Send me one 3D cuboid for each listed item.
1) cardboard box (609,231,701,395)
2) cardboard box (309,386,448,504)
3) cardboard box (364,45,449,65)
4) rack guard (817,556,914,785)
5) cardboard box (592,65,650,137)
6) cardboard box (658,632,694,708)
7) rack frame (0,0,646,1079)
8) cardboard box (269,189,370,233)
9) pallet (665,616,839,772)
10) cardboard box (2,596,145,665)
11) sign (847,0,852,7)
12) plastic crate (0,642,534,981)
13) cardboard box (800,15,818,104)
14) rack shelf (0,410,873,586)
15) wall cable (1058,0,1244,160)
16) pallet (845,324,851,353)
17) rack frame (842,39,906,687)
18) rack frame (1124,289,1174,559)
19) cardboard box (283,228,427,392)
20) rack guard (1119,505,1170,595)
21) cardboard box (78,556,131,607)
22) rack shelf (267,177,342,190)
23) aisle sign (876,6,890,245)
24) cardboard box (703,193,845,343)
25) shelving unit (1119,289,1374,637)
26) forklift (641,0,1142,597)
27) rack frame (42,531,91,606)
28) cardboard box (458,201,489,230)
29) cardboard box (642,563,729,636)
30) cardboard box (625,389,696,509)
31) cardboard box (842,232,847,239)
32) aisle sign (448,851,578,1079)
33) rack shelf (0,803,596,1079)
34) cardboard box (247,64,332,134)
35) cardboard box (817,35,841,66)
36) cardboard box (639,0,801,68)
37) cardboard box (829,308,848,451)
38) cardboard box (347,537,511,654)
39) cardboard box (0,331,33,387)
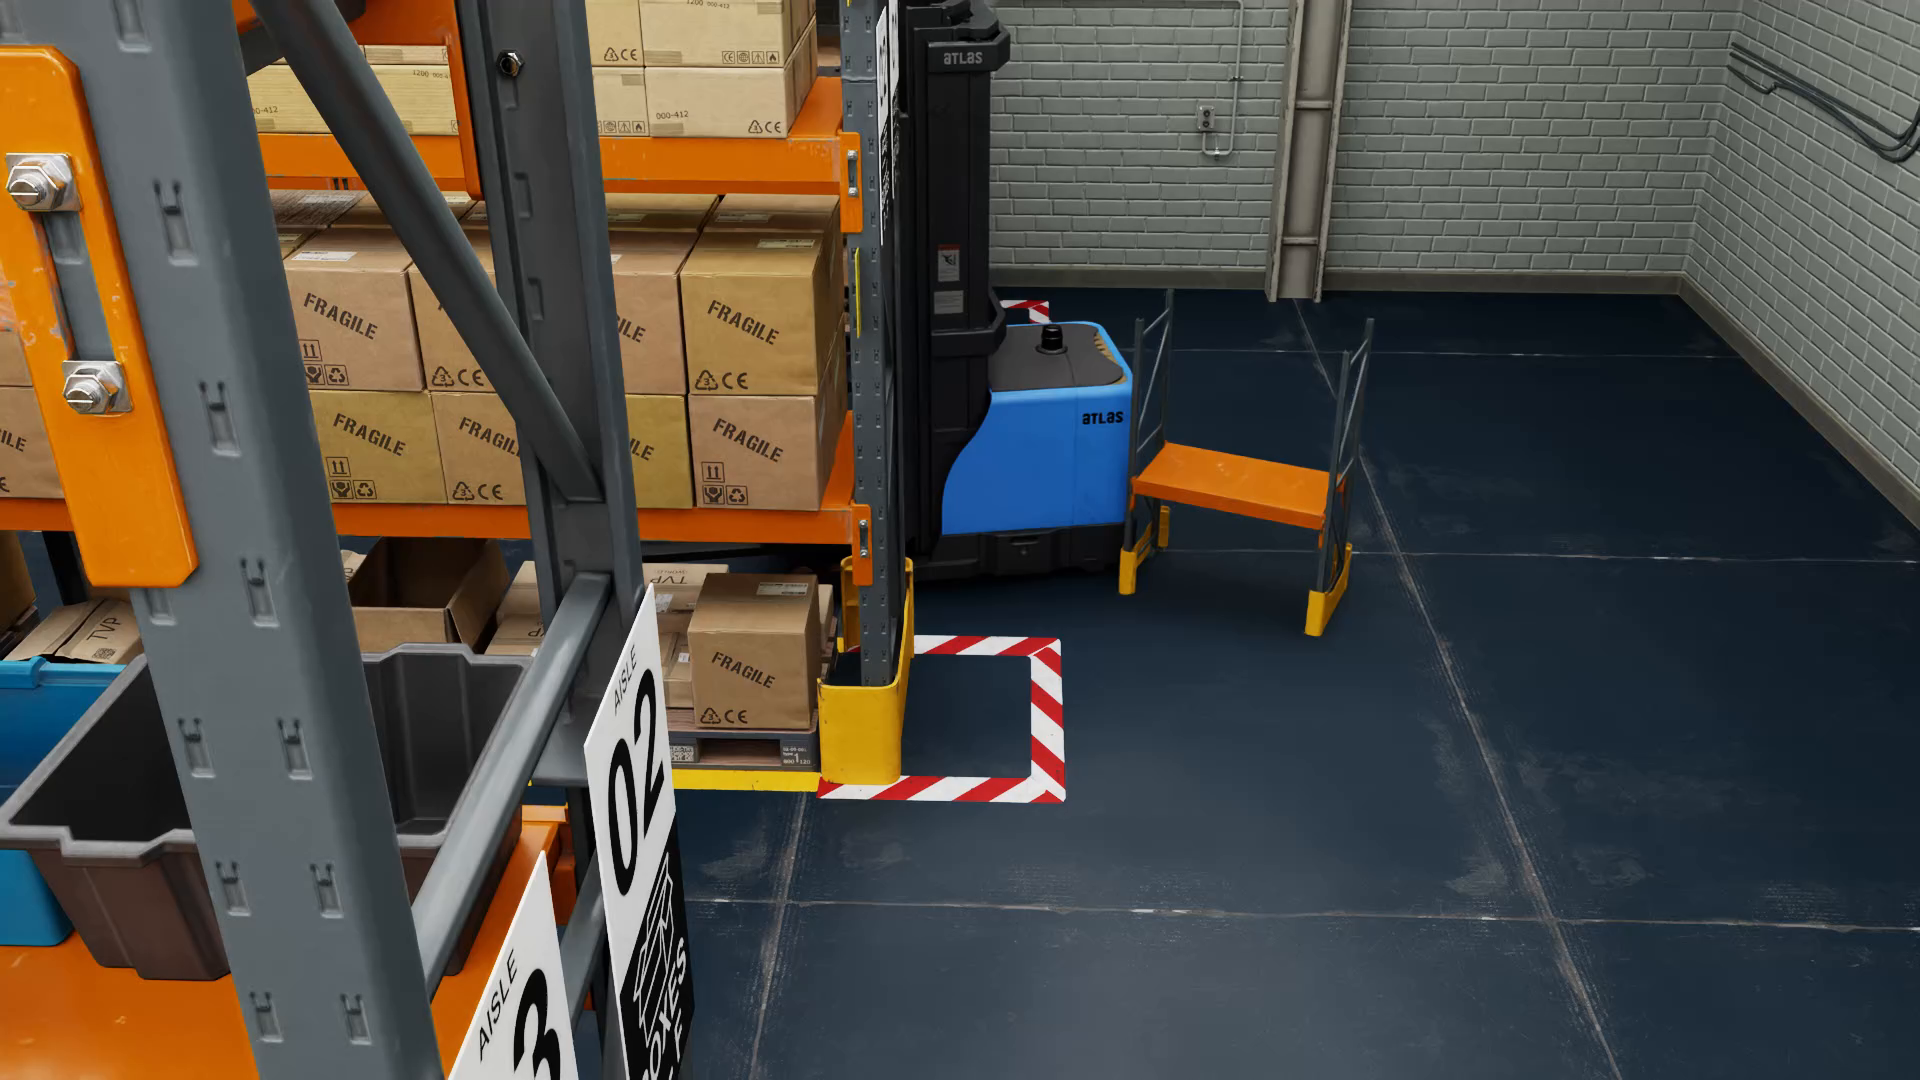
[{"bbox_3d":[-1.300,-0.905,6.580,0.500,0.500,0.500,2,28,3],"label":"cardboard box"},{"bbox_3d":[-2.318,-0.482,6.851,0.500,0.500,0.500,1,28,1],"label":"cardboard box"},{"bbox_3d":[-1.862,-1.919,6.092,0.500,0.250,0.500,1,28,2],"label":"cardboard box"},{"bbox_3d":[-0.417,0.571,7.639,0.348,0.500,1.175,1,28,2],"label":"rack guard"},{"bbox_3d":[-1.363,-1.690,6.192,0.500,0.250,0.500,1,28,2],"label":"cardboard box"},{"bbox_3d":[-1.294,0.583,7.503,0.250,0.166,0.380,1,28,2],"label":"cardboard box"},{"bbox_3d":[-0.519,-0.864,1.273,0.127,3.000,1.000,1,28,2],"label":"rack frame"},{"bbox_3d":[-2.808,-1.181,7.102,0.500,0.500,0.500,1,28,2],"label":"cardboard box"},{"bbox_3d":[-1.213,0.686,7.731,1.213,0.211,1.003,1,28,2],"label":"pallet"},{"bbox_3d":[-3.926,0.503,7.499,0.500,0.311,0.500,1,28,2],"label":"cardboard box"},{"bbox_3d":[-0.380,-1.989,5.652,0.005,0.325,0.100,1,28,2],"label":"sign"},{"bbox_3d":[-0.894,0.382,2.264,0.590,0.269,0.497,1,28,2],"label":"plastic crate"},{"bbox_3d":[-0.845,-1.919,6.624,0.500,0.250,0.500,1,28,2],"label":"cardboard box"},{"bbox_3d":[-2.339,-0.247,7.282,4.000,0.370,1.077,1,28,2],"label":"rack shelf"},{"bbox_3d":[1.143,-3.721,11.983,1.851,1.984,0.084,1,28,2],"label":"wall cable"},{"bbox_3d":[-0.971,-1.595,12.034,1.213,0.211,1.003,1,28,2],"label":"pallet"},{"bbox_3d":[-0.341,-0.532,7.051,0.127,3.000,1.000,1,28,2],"label":"rack frame"},{"bbox_3d":[0.970,-0.508,8.606,0.032,1.500,0.500,12,30,22],"label":"rack frame"},{"bbox_3d":[-2.332,-0.920,6.608,0.500,0.500,0.500,2,28,3],"label":"cardboard box"},{"bbox_3d":[0.988,0.048,8.892,0.087,0.250,0.587,12,30,22],"label":"rack guard"},{"bbox_3d":[-3.759,0.188,7.891,0.500,0.500,0.500,1,28,2],"label":"cardboard box"},{"bbox_3d":[-6.166,-2.632,11.781,4.000,0.370,1.077,1,28,2],"label":"rack shelf"},{"bbox_3d":[-0.283,-1.536,6.170,0.004,0.787,0.394,1,28,2],"label":"aisle sign"},{"bbox_3d":[-0.775,-1.149,7.040,0.500,0.500,0.500,2,28,3],"label":"cardboard box"},{"bbox_3d":[1.439,-0.405,8.412,1.083,1.500,0.587,12,30,22],"label":"shelving unit"},{"bbox_3d":[-0.618,-1.251,8.481,3.031,2.935,1.130,-4,28,-8],"label":"forklift"},{"bbox_3d":[-4.338,-0.598,7.176,0.127,3.000,1.000,1,28,2],"label":"rack frame"},{"bbox_3d":[-1.797,-1.165,7.070,0.500,0.500,0.500,1,28,3],"label":"cardboard box"},{"bbox_3d":[-1.374,0.338,7.875,0.500,0.250,0.500,1,28,2],"label":"cardboard box"},{"bbox_3d":[-1.317,-0.463,6.815,0.500,0.500,0.500,1,28,2],"label":"cardboard box"},{"bbox_3d":[-0.741,-2.275,11.867,0.250,0.149,0.380,1,28,2],"label":"cardboard box"},{"bbox_3d":[-0.458,0.776,1.808,0.004,0.787,0.394,1,28,2],"label":"aisle sign"},{"bbox_3d":[-2.518,0.746,2.206,4.000,0.370,1.077,1,28,2],"label":"rack shelf"},{"bbox_3d":[-2.362,-1.708,6.226,0.500,0.250,0.500,1,28,2],"label":"cardboard box"},{"bbox_3d":[-0.680,-2.987,11.362,0.700,0.700,0.980,2,28,4],"label":"cardboard box"},{"bbox_3d":[-0.863,-1.901,6.058,0.500,0.250,0.500,1,28,2],"label":"cardboard box"},{"bbox_3d":[-0.775,-0.707,7.275,0.500,0.500,0.500,2,28,3],"label":"cardboard box"},{"bbox_3d":[-2.460,0.339,7.604,0.637,0.503,0.797,1,28,2],"label":"cardboard box"},{"bbox_3d":[-3.877,-0.945,6.655,0.500,0.500,0.500,2,28,3],"label":"cardboard box"}]
